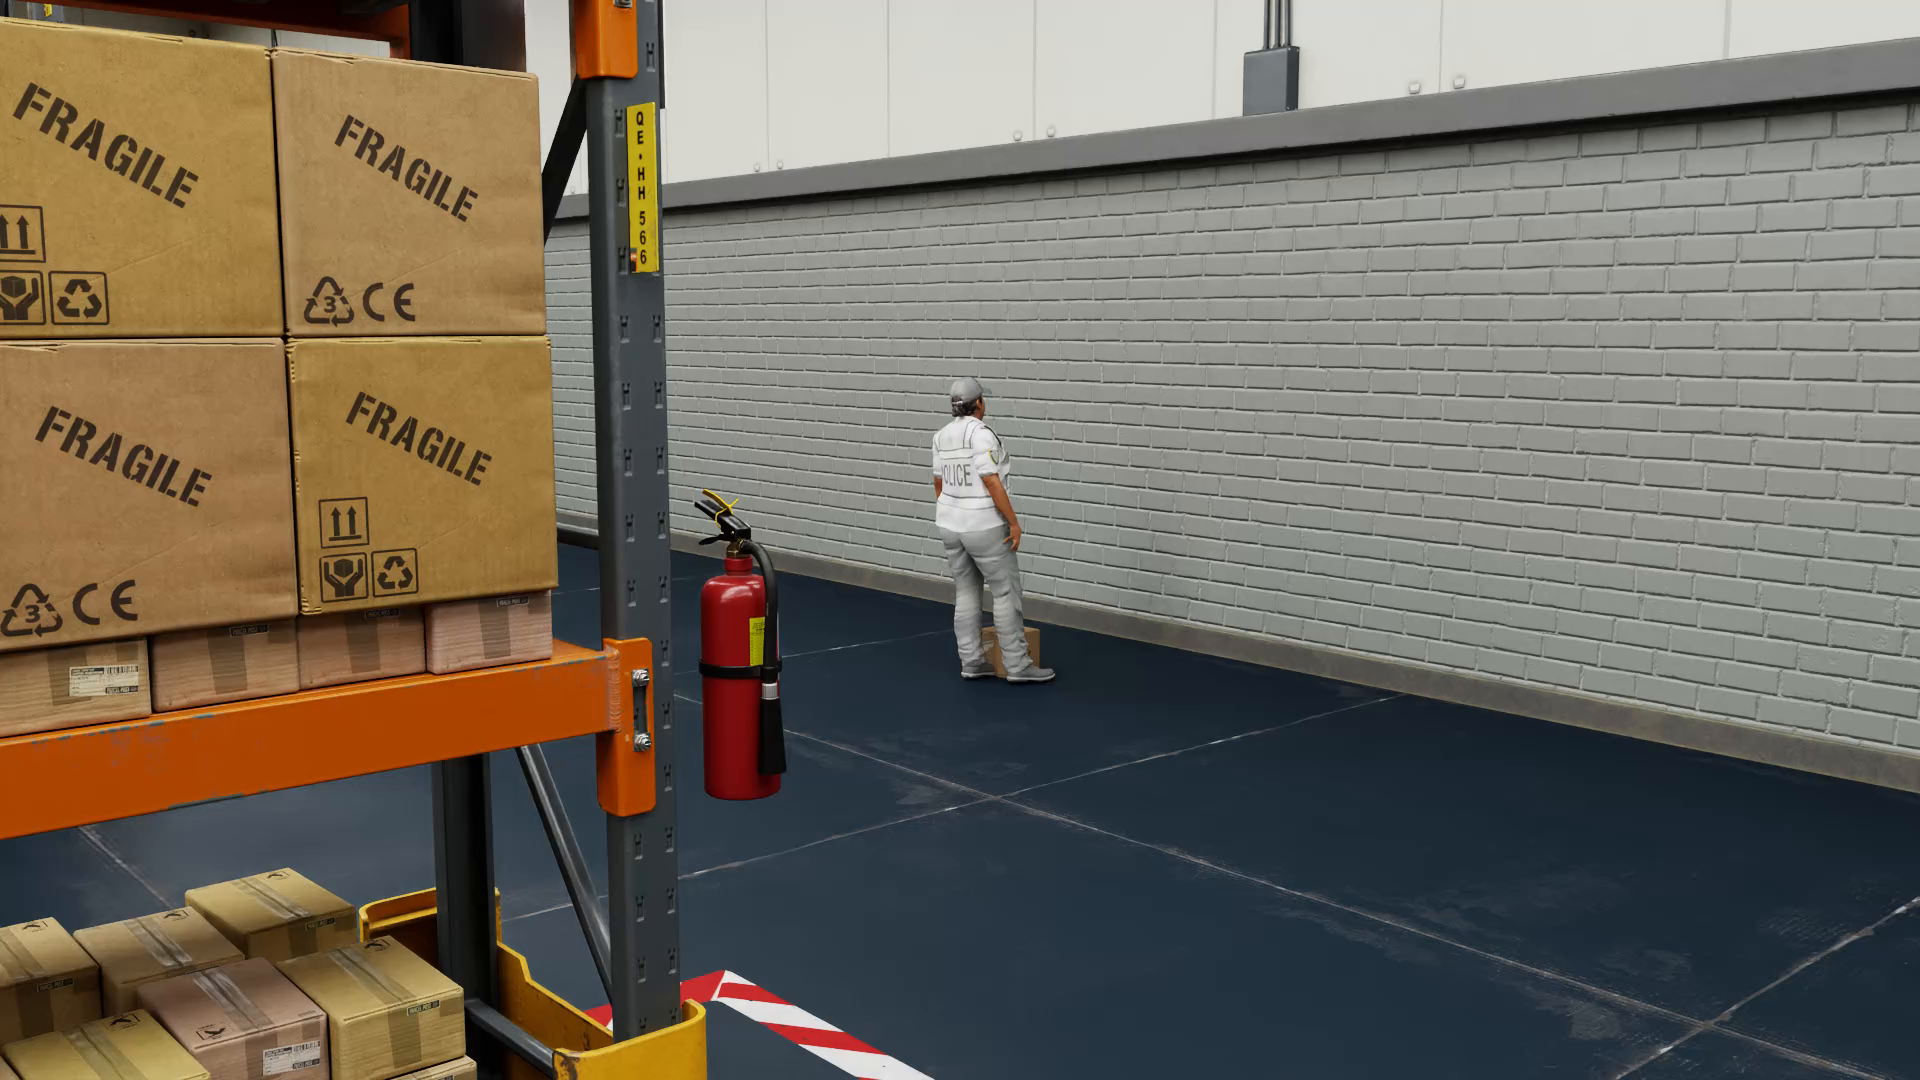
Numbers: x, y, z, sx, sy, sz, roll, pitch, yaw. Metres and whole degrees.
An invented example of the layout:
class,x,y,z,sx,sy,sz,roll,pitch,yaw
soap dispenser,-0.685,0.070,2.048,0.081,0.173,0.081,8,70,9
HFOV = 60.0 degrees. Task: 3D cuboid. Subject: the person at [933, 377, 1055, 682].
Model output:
class,x,y,z,sx,sy,sz,roll,pitch,yaw
person,0.161,-0.063,9.162,0.529,1.670,0.598,-7,10,-41
